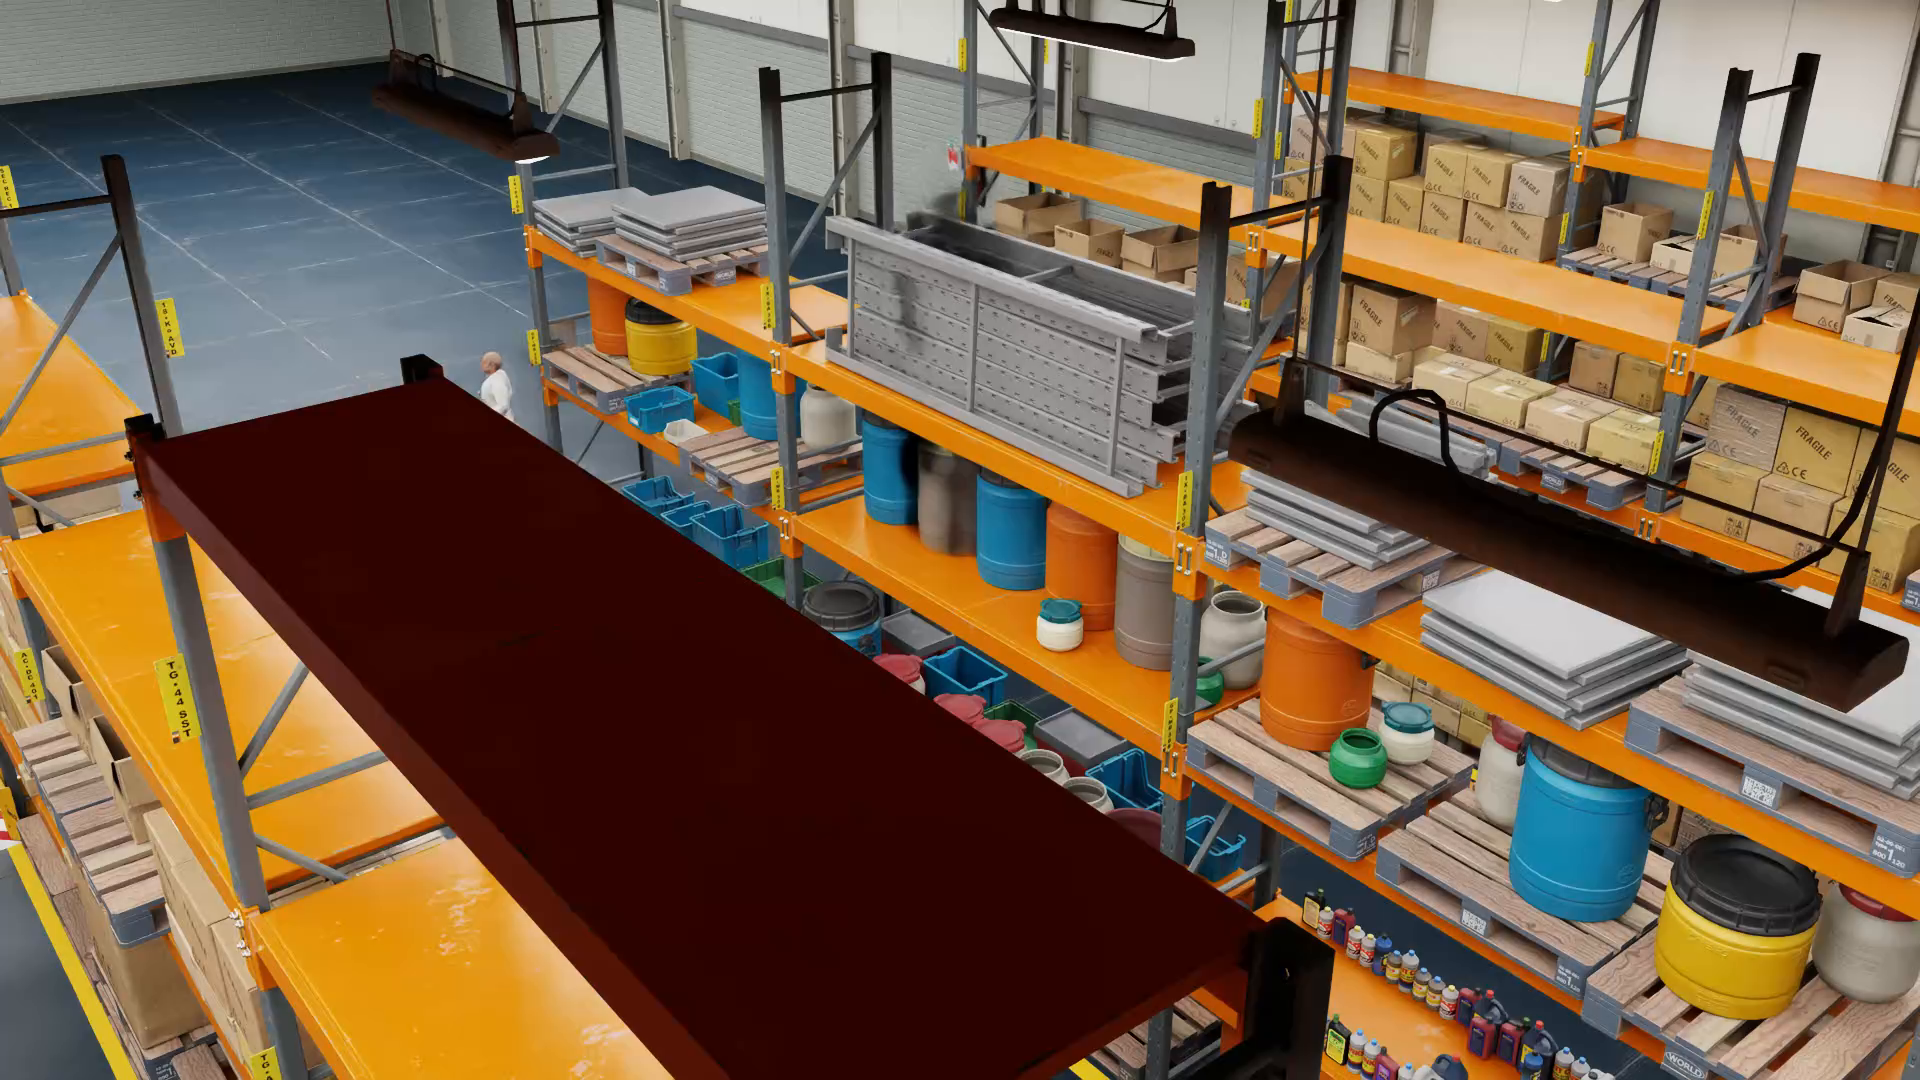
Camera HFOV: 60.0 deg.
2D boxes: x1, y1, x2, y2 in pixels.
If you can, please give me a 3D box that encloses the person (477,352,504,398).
[{"bbox_3d":[-5.221,-1.321,18.998,0.639,1.731,0.658,-5,26,-9],"label":"person"}]
